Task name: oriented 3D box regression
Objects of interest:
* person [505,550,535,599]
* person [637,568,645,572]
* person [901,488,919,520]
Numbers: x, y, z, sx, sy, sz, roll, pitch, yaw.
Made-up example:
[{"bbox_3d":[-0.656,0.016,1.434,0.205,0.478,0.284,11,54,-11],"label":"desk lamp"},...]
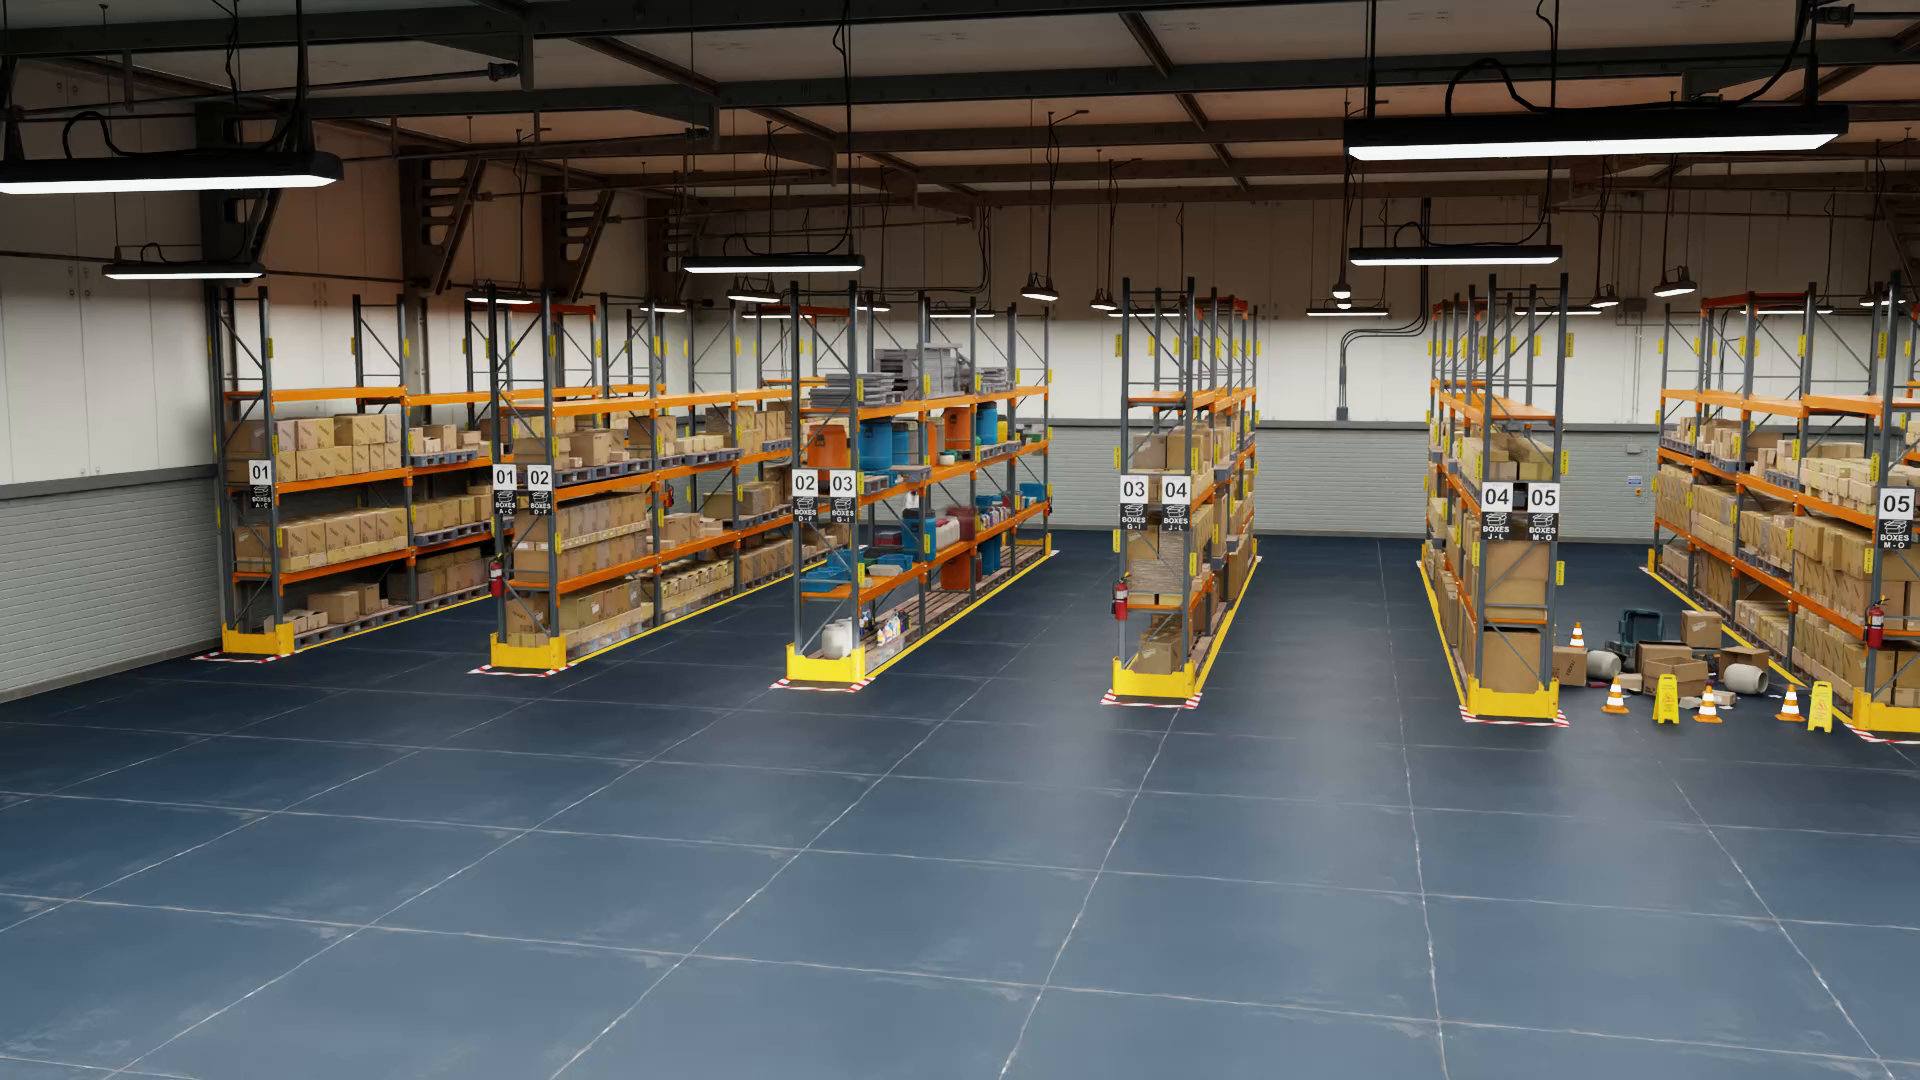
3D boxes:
[{"bbox_3d":[-7.765,0.799,29.449,0.585,1.768,0.613,1,7,10],"label":"person"},{"bbox_3d":[-7.278,-0.036,36.681,0.586,1.614,1.023,2,7,15],"label":"person"},{"bbox_3d":[-1.176,-0.602,41.199,0.548,1.726,1.027,2,7,18],"label":"person"}]
